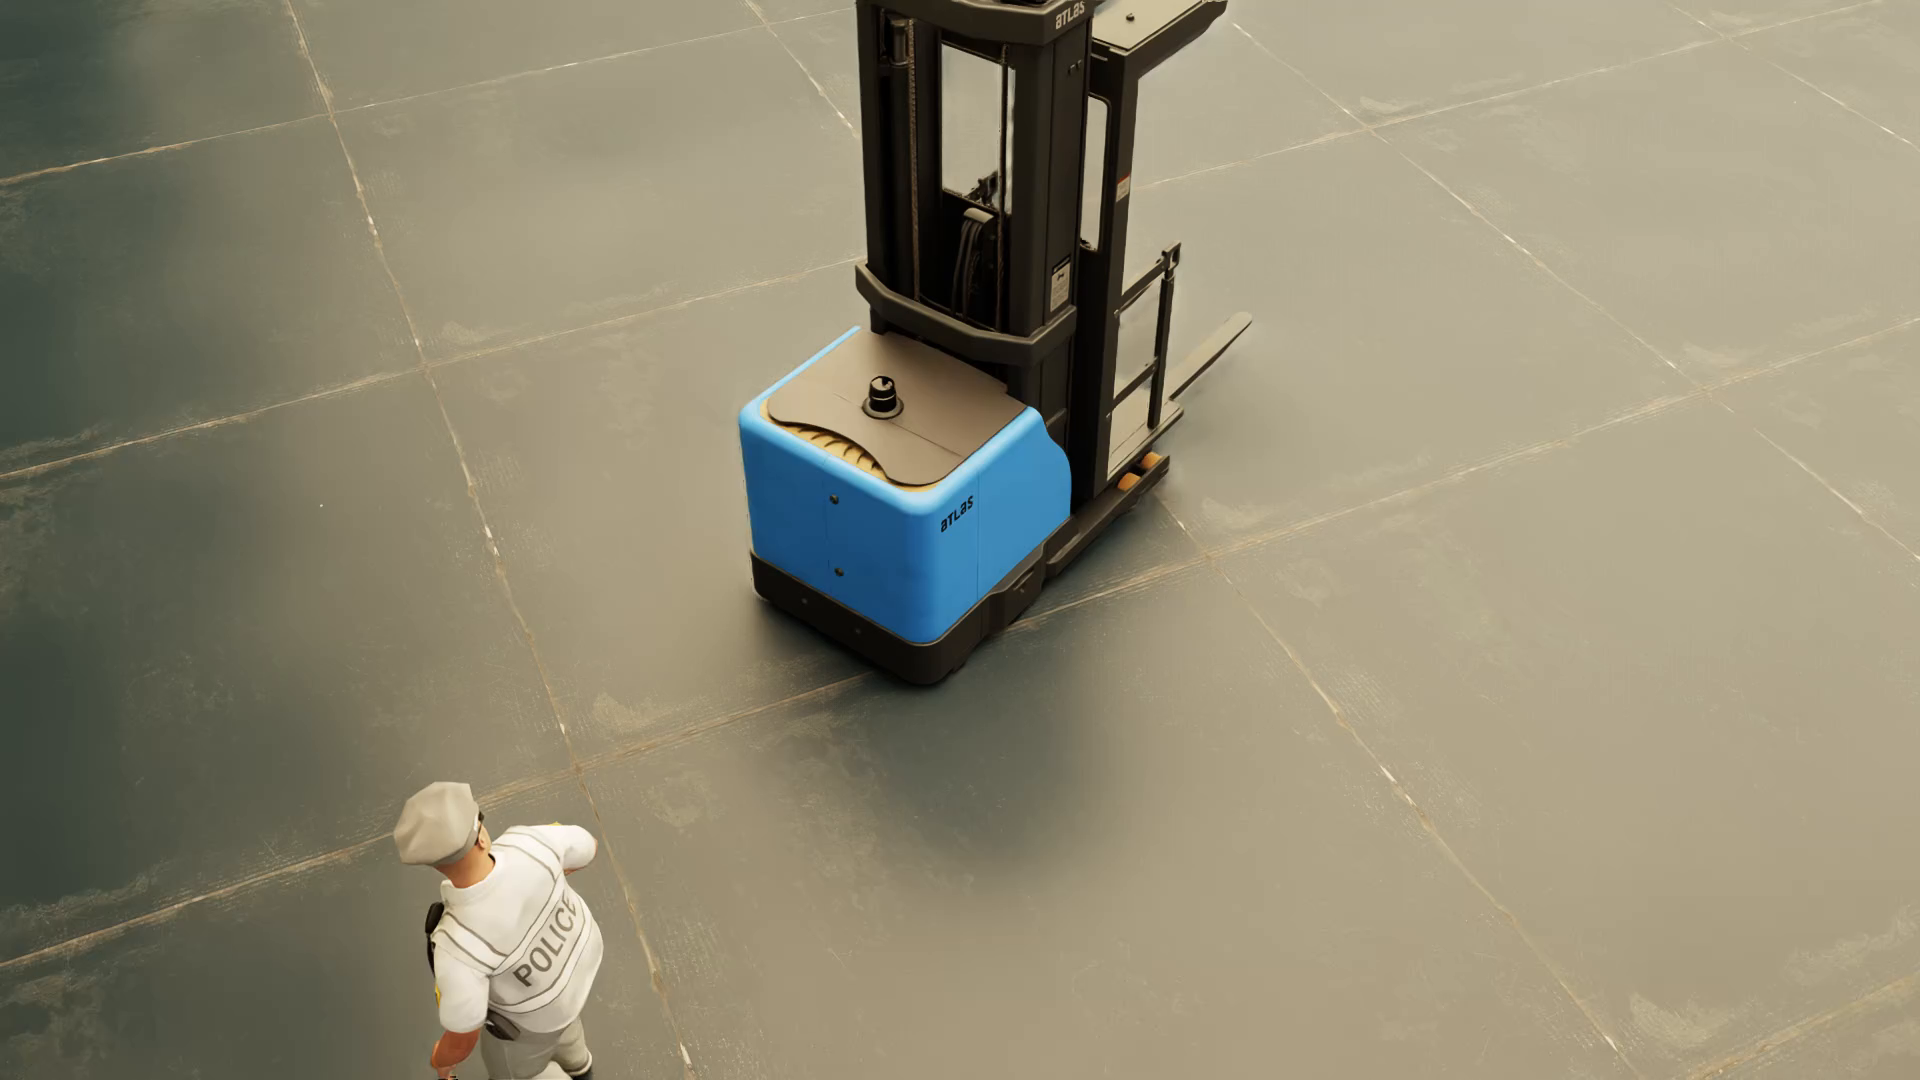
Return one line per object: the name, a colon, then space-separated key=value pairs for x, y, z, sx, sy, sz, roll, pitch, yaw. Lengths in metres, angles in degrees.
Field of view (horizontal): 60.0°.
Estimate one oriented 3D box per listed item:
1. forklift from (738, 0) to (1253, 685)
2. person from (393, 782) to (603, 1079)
forklift: x=0.363 y=-1.413 z=7.194 sx=1.130 sy=2.935 sz=3.031 roll=28 pitch=50 yaw=26
person: x=-1.398 y=1.356 z=5.109 sx=0.532 sy=1.733 sz=0.732 roll=10 pitch=44 yaw=10
